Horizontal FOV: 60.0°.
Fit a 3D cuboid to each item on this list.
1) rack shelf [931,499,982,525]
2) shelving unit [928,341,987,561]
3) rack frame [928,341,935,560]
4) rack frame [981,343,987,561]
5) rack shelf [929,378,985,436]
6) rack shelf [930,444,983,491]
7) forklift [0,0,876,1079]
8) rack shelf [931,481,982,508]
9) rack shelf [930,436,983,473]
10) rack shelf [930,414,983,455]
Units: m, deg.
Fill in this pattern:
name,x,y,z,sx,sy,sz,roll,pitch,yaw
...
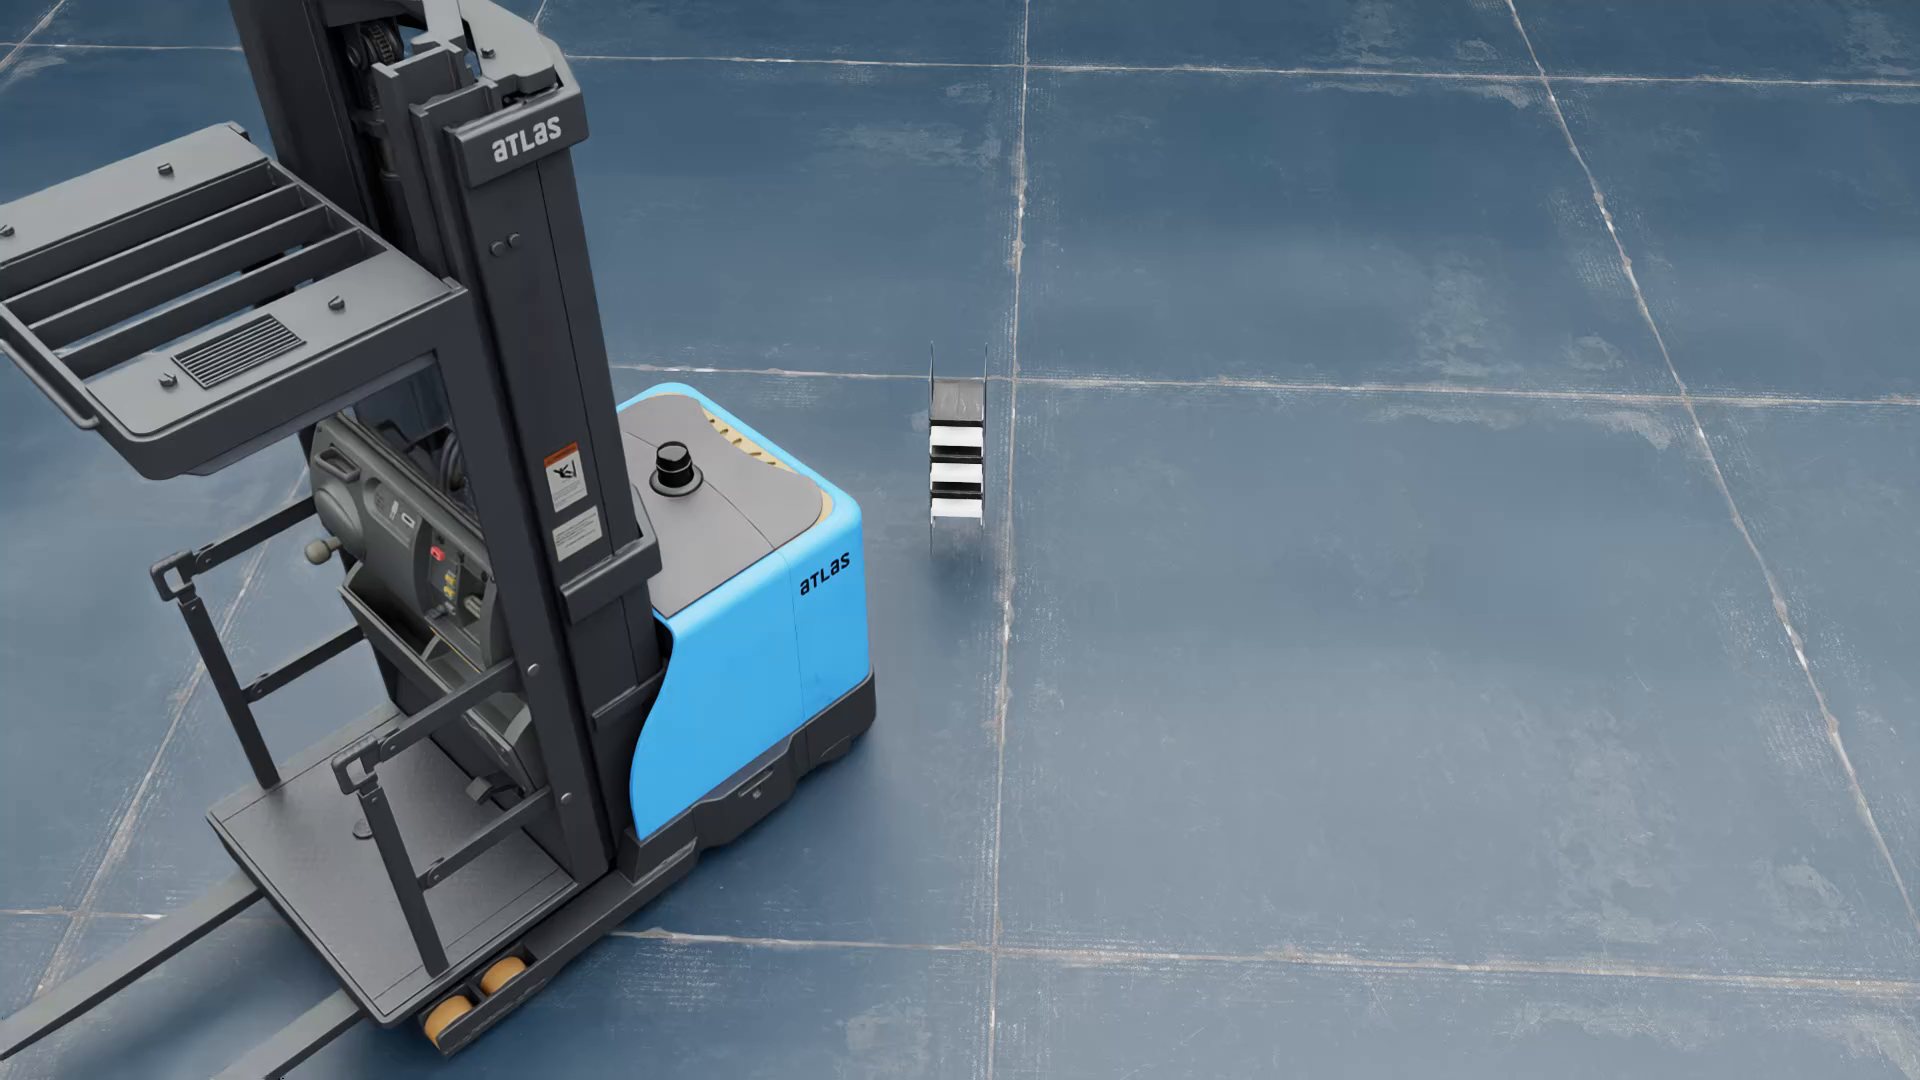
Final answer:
name,x,y,z,sx,sy,sz,roll,pitch,yaw
rack shelf,-0.008,-0.173,6.589,0.200,0.077,0.258,2,43,2
shelving unit,-0.008,-0.330,6.444,0.210,0.900,0.258,2,43,2
rack frame,-0.110,-0.333,6.447,0.006,0.900,0.240,2,43,2
rack frame,0.093,-0.326,6.440,0.006,0.900,0.240,2,43,2
rack shelf,-0.008,-0.503,6.282,0.200,0.077,0.258,2,43,2
rack shelf,-0.008,-0.305,6.466,0.200,0.077,0.258,2,43,2
forklift,-1.694,0.083,4.510,1.130,2.935,3.031,34,53,31
rack shelf,-0.008,-0.239,6.528,0.200,0.077,0.258,2,43,2
rack shelf,-0.008,-0.371,6.405,0.200,0.077,0.258,2,43,2
rack shelf,-0.008,-0.437,6.344,0.200,0.077,0.258,2,43,2
